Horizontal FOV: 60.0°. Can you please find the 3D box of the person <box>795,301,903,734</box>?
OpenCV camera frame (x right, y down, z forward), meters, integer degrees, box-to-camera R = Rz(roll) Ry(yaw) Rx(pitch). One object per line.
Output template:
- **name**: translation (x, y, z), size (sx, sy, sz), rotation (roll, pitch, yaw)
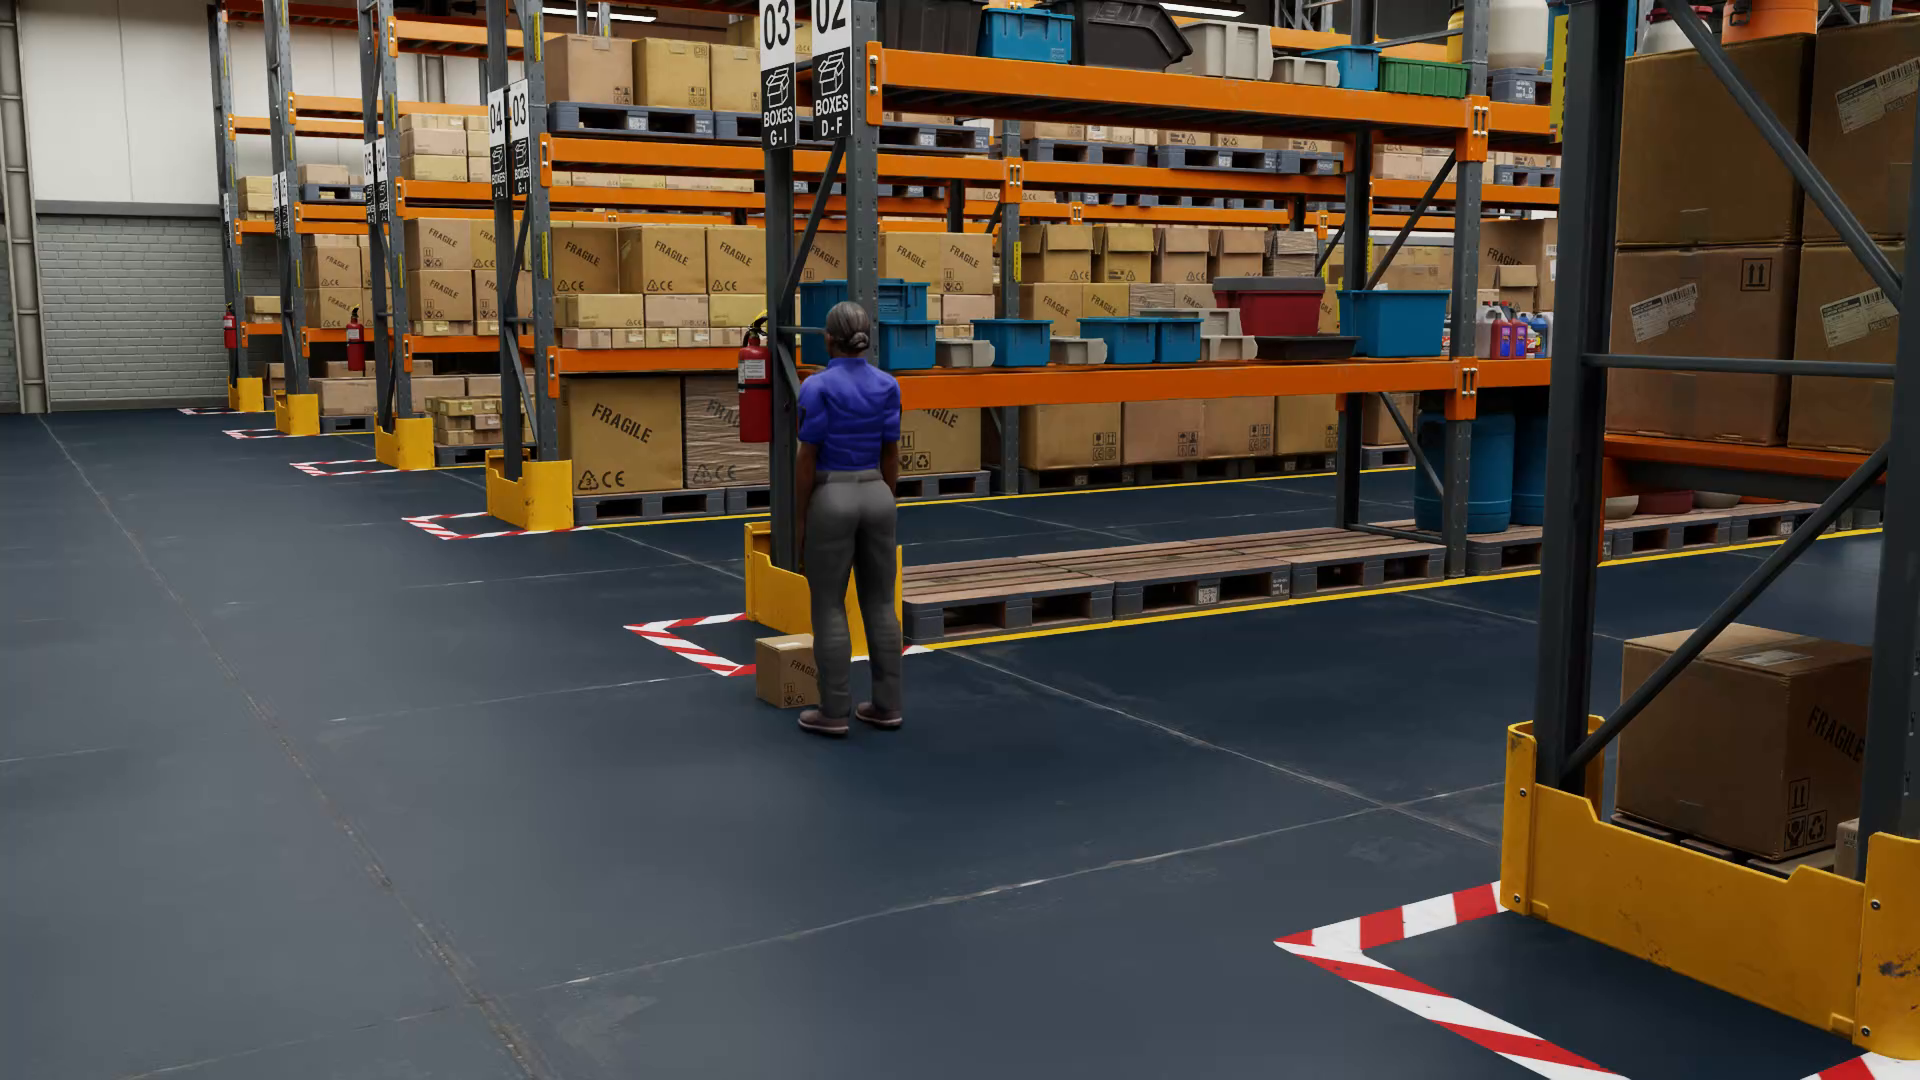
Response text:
- **person**: translation (-0.435, -0.086, 6.431), size (0.435, 1.659, 0.309), rotation (-5, 9, -29)
